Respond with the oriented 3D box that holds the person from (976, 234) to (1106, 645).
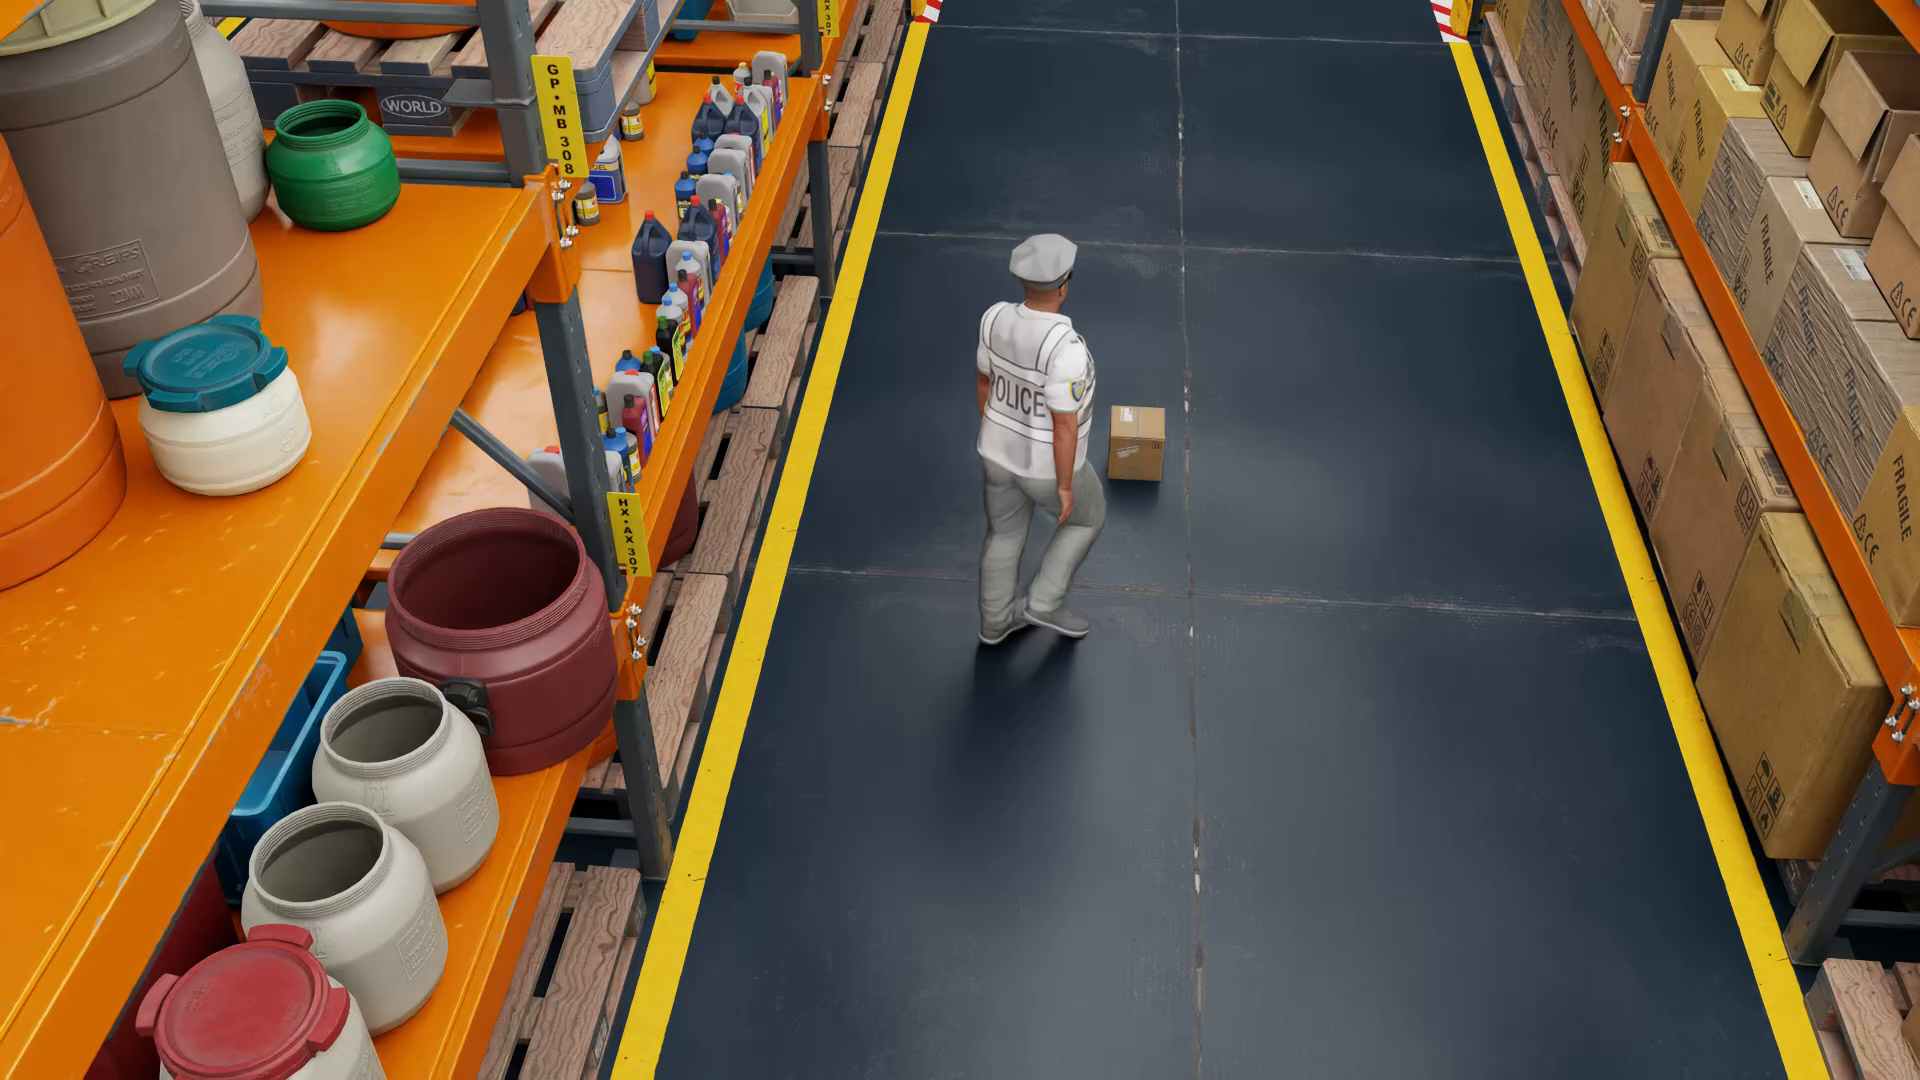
[{"bbox_3d":[0.277,-0.341,6.534,0.569,1.757,0.519,28,47,30],"label":"person"}]
